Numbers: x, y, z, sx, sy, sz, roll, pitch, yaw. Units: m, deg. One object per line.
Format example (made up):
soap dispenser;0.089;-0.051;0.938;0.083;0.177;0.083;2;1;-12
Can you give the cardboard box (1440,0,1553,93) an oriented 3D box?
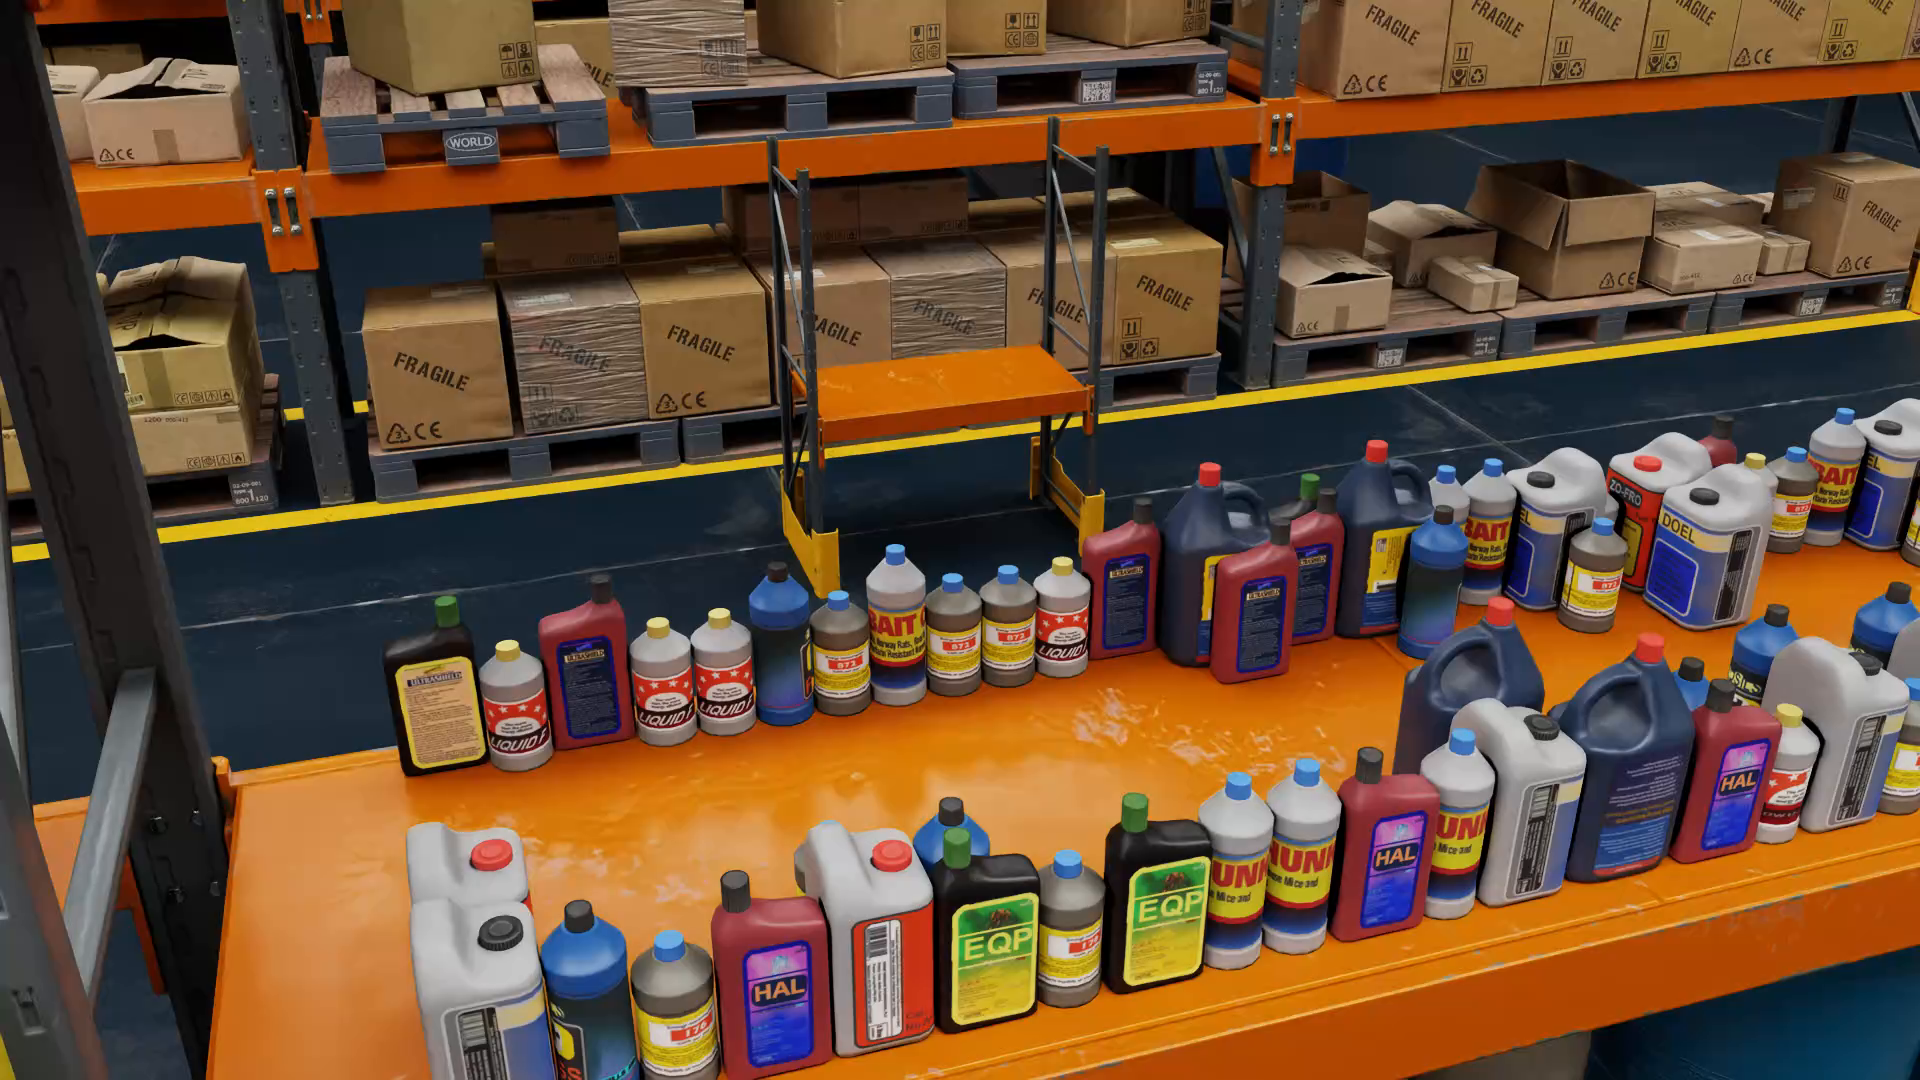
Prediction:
cardboard box;2.266;-2.310;7.418;0.500;0.500;0.500;-8;27;-15

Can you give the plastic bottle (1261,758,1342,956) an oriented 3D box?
plastic bottle;0.447;0.410;2.196;0.097;0.271;0.097;0;26;0

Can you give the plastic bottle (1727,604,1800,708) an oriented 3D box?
plastic bottle;1.235;0.225;2.569;0.097;0.271;0.097;0;26;0

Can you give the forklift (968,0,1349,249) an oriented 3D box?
forklift;0.638;-3.063;9.124;3.031;2.935;1.130;-6;27;-11

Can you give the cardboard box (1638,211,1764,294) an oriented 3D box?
cardboard box;3.661;-1.458;8.411;0.500;0.250;0.500;-8;28;-16

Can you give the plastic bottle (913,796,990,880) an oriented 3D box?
plastic bottle;-0.011;0.448;2.119;0.097;0.271;0.097;0;26;0

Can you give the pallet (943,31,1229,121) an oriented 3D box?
pallet;0.417;-2.089;7.300;1.213;0.211;1.003;-8;28;-16

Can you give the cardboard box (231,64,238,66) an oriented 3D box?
cardboard box;-4.799;-2.738;10.708;0.500;0.500;0.700;-8;27;-15

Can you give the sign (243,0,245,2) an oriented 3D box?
sign;-2.417;-1.972;5.547;0.005;0.325;0.100;-8;28;-16

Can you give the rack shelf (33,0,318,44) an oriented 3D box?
rack shelf;-6.032;-3.184;10.100;4.000;0.370;1.077;-8;28;-16

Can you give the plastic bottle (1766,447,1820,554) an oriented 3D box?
plastic bottle;1.624;-0.084;3.269;0.097;0.201;0.097;0;26;0

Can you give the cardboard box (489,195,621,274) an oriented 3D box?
cardboard box;-1.724;-1.339;7.046;0.500;0.250;0.500;-7;27;-14

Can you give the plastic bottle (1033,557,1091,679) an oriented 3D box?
plastic bottle;0.173;0.126;2.846;0.097;0.201;0.097;0;26;0

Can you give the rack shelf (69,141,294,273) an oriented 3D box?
rack shelf;-4.494;-1.090;5.882;4.000;0.370;1.077;-8;28;-16

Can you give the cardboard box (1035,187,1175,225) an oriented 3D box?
cardboard box;0.675;-1.353;7.918;0.500;0.500;0.500;-10;28;-18

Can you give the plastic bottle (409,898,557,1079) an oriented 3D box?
plastic bottle;-0.551;0.540;1.929;0.135;0.276;0.152;-8;28;-16

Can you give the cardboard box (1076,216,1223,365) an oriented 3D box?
cardboard box;0.830;-1.127;7.463;0.500;0.500;0.500;-8;28;-16

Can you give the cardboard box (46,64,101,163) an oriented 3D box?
cardboard box;-3.503;-1.607;6.213;0.500;0.311;0.500;-9;28;-17

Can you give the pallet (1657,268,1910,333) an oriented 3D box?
pallet;4.184;-1.420;8.873;1.213;0.211;1.003;-8;28;-16

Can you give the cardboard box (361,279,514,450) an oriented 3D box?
cardboard box;-2.071;-0.707;6.618;0.500;0.500;0.500;-7;27;-14

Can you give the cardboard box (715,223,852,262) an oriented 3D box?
cardboard box;-0.787;-1.139;7.488;0.500;0.500;0.500;-9;28;-18

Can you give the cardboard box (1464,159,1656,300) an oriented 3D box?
cardboard box;2.996;-1.579;8.369;0.637;0.503;0.797;-8;28;-16

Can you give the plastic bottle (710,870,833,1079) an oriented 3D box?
plastic bottle;-0.224;0.510;1.980;0.133;0.283;0.061;-8;28;-16

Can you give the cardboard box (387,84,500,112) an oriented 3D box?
cardboard box;-3.390;-3.053;10.971;0.750;0.750;0.750;-9;28;-17

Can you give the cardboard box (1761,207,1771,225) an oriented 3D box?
cardboard box;4.272;-1.771;9.135;0.250;0.166;0.380;-8;28;-16

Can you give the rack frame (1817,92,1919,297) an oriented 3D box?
rack frame;5.014;-2.790;8.496;0.127;3.000;1.000;-8;28;-16

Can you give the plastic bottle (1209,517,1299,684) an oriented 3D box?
plastic bottle;0.498;0.101;2.804;0.133;0.283;0.061;-8;28;-16

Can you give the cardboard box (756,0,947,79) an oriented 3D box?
cardboard box;-0.450;-2.202;6.728;0.500;0.500;0.700;-16;31;-29

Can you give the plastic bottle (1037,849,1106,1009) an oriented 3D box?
plastic bottle;0.135;0.487;2.120;0.097;0.201;0.097;0;26;0

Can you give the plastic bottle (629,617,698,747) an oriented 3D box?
plastic bottle;-0.475;0.220;2.657;0.097;0.201;0.097;0;26;0

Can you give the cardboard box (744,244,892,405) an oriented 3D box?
cardboard box;-0.602;-0.923;7.052;0.500;0.500;0.500;-9;28;-18

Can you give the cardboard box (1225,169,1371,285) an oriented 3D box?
cardboard box;1.665;-1.515;8.244;0.500;0.500;0.500;-8;28;-16

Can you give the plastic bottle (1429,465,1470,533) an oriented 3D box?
plastic bottle;0.871;-0.006;3.034;0.097;0.271;0.097;0;26;0

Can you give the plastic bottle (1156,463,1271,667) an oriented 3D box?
plastic bottle;0.441;0.031;2.869;0.185;0.351;0.144;-8;28;-16

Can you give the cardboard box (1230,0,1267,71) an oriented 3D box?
cardboard box;1.607;-2.461;7.721;0.500;0.500;0.500;-8;27;-15

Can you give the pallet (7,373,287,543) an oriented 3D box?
pallet;-3.387;-0.342;6.702;1.213;0.211;1.003;-8;28;-16

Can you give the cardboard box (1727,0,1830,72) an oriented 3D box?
cardboard box;3.704;-2.518;7.837;0.500;0.500;0.500;-8;28;-16

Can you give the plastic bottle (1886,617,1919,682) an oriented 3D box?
plastic bottle;1.512;0.241;2.531;0.135;0.276;0.152;-8;28;-16

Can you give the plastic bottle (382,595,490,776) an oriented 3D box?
plastic bottle;-0.810;0.223;2.559;0.133;0.283;0.061;-8;28;-16

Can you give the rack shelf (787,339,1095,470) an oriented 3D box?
rack shelf;-0.081;-0.499;5.973;1.000;0.185;0.538;-8;28;-16

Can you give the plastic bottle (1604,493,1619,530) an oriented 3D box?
plastic bottle;1.184;-0.020;3.141;0.097;0.201;0.097;0;26;0

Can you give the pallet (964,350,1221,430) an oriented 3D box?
pallet;0.449;-0.862;7.748;1.213;0.211;1.003;-8;28;-16

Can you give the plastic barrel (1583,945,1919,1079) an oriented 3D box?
plastic barrel;1.545;0.773;3.207;0.708;0.901;0.600;-8;28;-16

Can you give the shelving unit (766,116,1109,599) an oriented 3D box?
shelving unit;-0.072;-0.661;5.895;1.083;1.500;0.587;-8;28;-16

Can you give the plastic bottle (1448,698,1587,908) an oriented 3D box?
plastic bottle;0.768;0.349;2.314;0.135;0.276;0.152;-8;28;-16

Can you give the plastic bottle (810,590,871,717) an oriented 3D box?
plastic bottle;-0.197;0.180;2.738;0.097;0.201;0.097;0;26;0

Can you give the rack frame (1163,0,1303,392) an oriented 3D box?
rack frame;1.211;-2.239;7.386;0.127;3.000;1.000;-8;28;-16

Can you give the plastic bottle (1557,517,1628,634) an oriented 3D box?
plastic bottle;1.139;0.057;2.985;0.097;0.201;0.097;0;26;0

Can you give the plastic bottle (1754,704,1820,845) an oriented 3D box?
plastic bottle;1.189;0.334;2.428;0.097;0.201;0.097;0;26;0

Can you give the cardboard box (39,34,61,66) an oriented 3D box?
cardboard box;-5.847;-2.949;10.290;0.500;0.250;0.500;-8;28;-16

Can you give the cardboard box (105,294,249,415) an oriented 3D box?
cardboard box;-3.014;-0.719;6.315;0.500;0.311;0.500;-8;27;-15

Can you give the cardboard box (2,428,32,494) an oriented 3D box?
cardboard box;-3.506;-0.396;6.295;0.500;0.250;0.500;-9;28;-17
